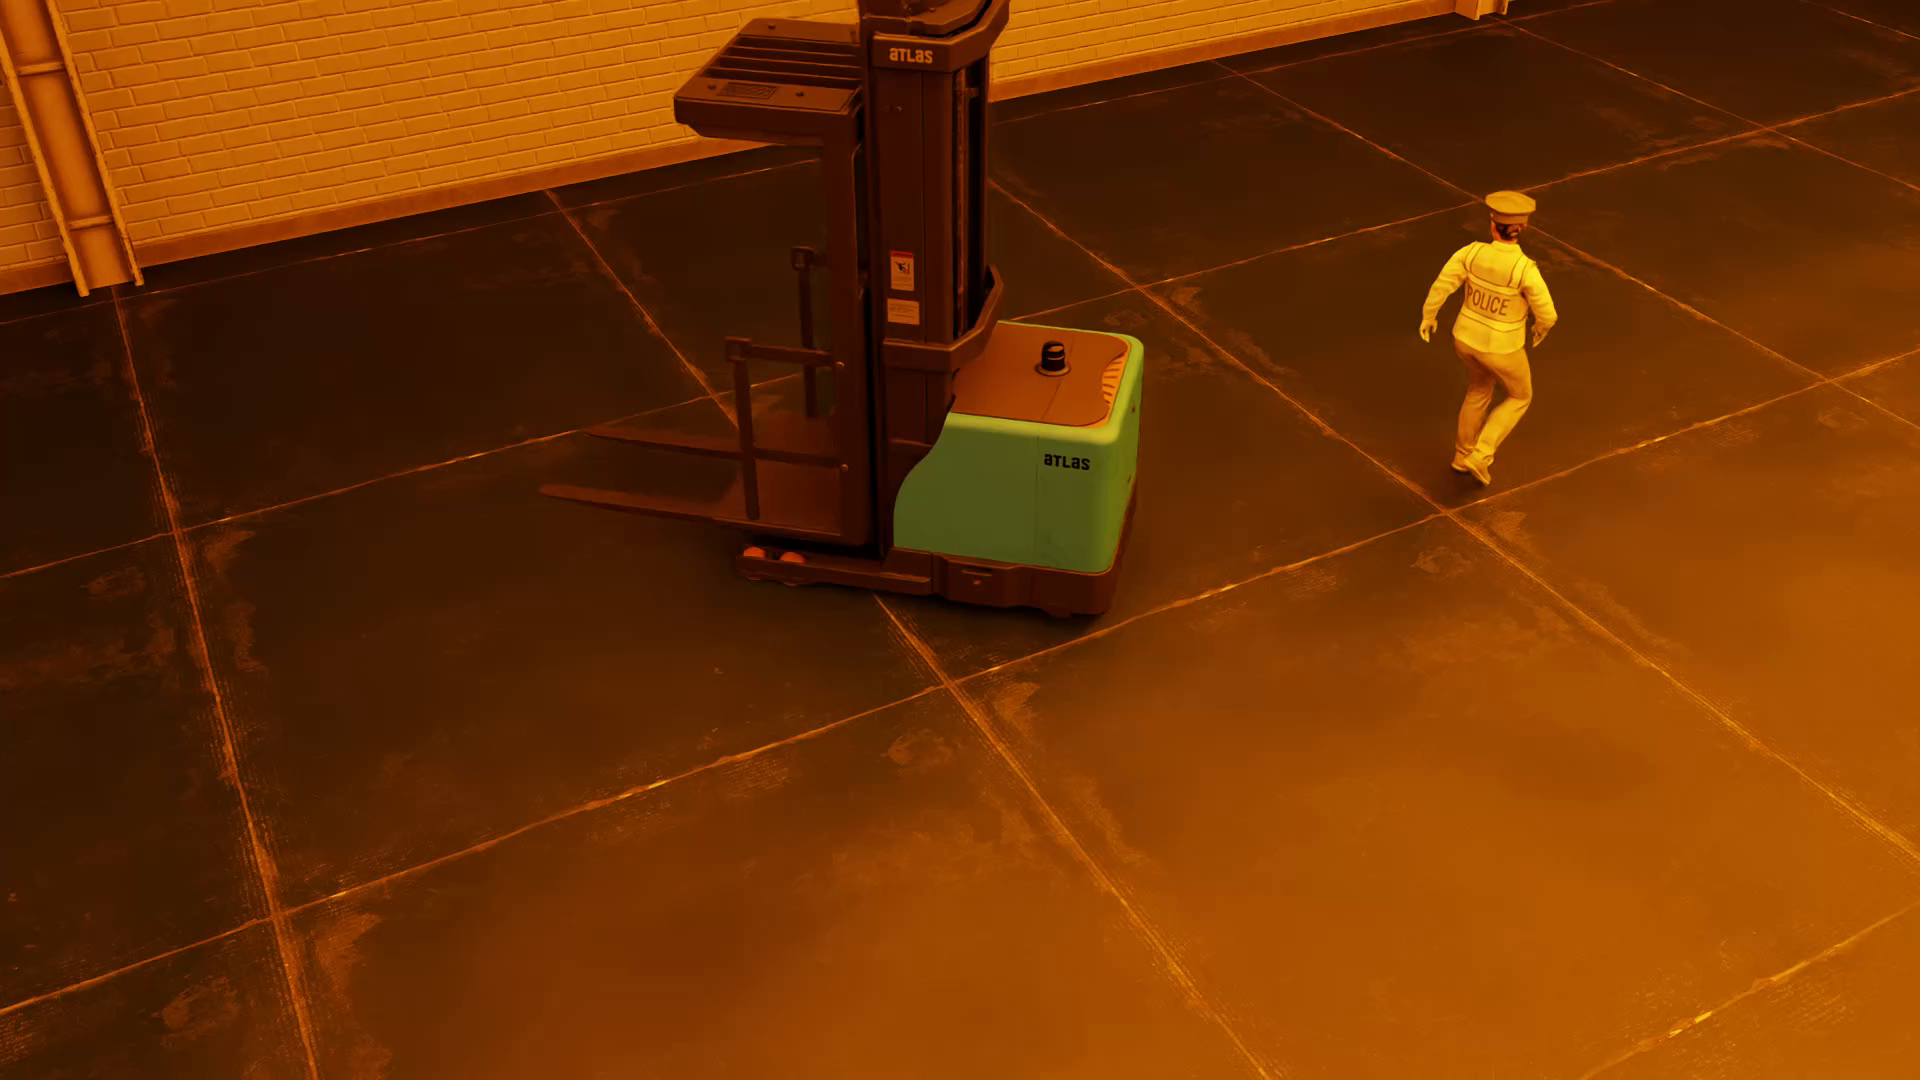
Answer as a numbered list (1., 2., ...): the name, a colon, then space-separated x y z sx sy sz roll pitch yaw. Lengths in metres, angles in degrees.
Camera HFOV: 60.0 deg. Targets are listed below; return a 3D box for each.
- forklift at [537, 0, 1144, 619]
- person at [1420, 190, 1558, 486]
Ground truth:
1. forklift: -0.648 -1.255 7.899 3.031 2.935 1.130 8 36 11
2. person: 2.783 -1.062 8.765 0.487 1.628 0.680 -24 42 -30
